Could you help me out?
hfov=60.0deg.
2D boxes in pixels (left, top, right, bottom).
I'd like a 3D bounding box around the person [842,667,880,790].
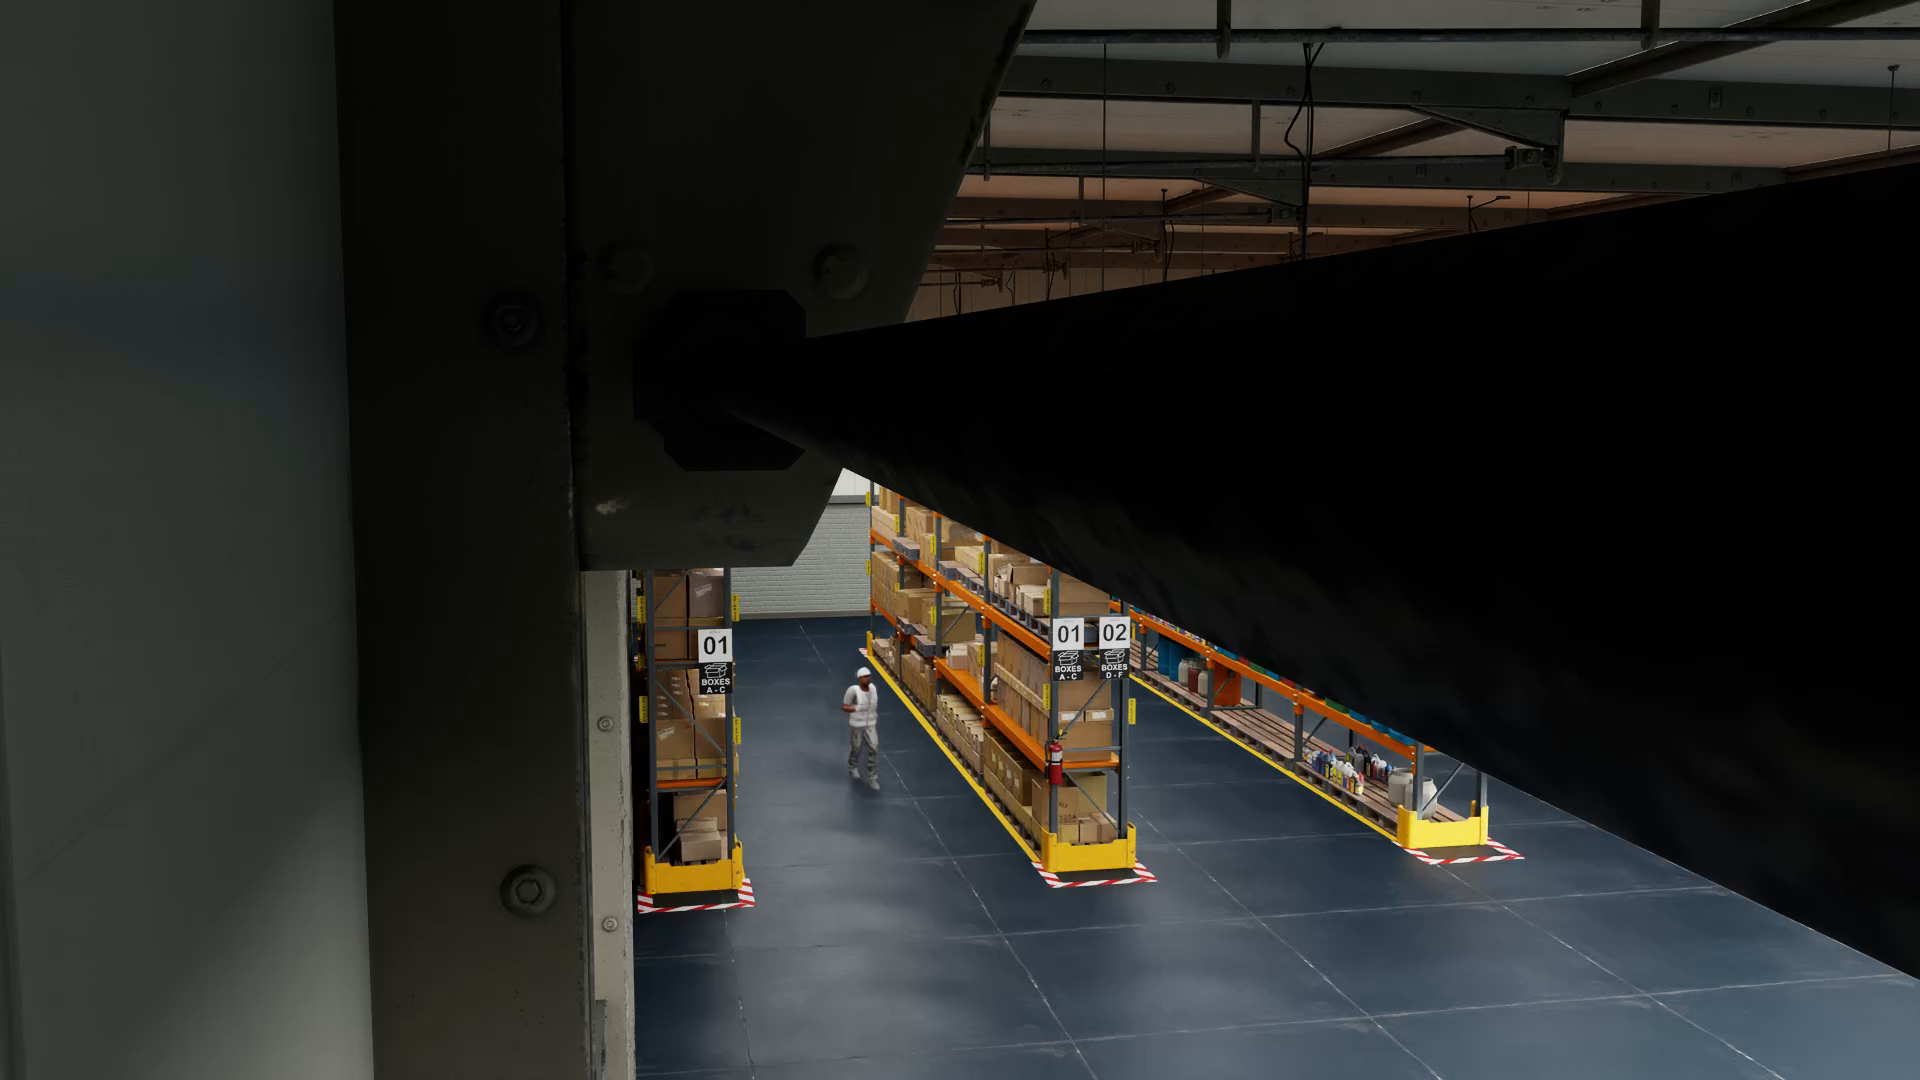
[{"bbox_3d":[-1.503,2.832,25.124,0.646,1.847,0.796,-3,7,-29],"label":"person"}]
